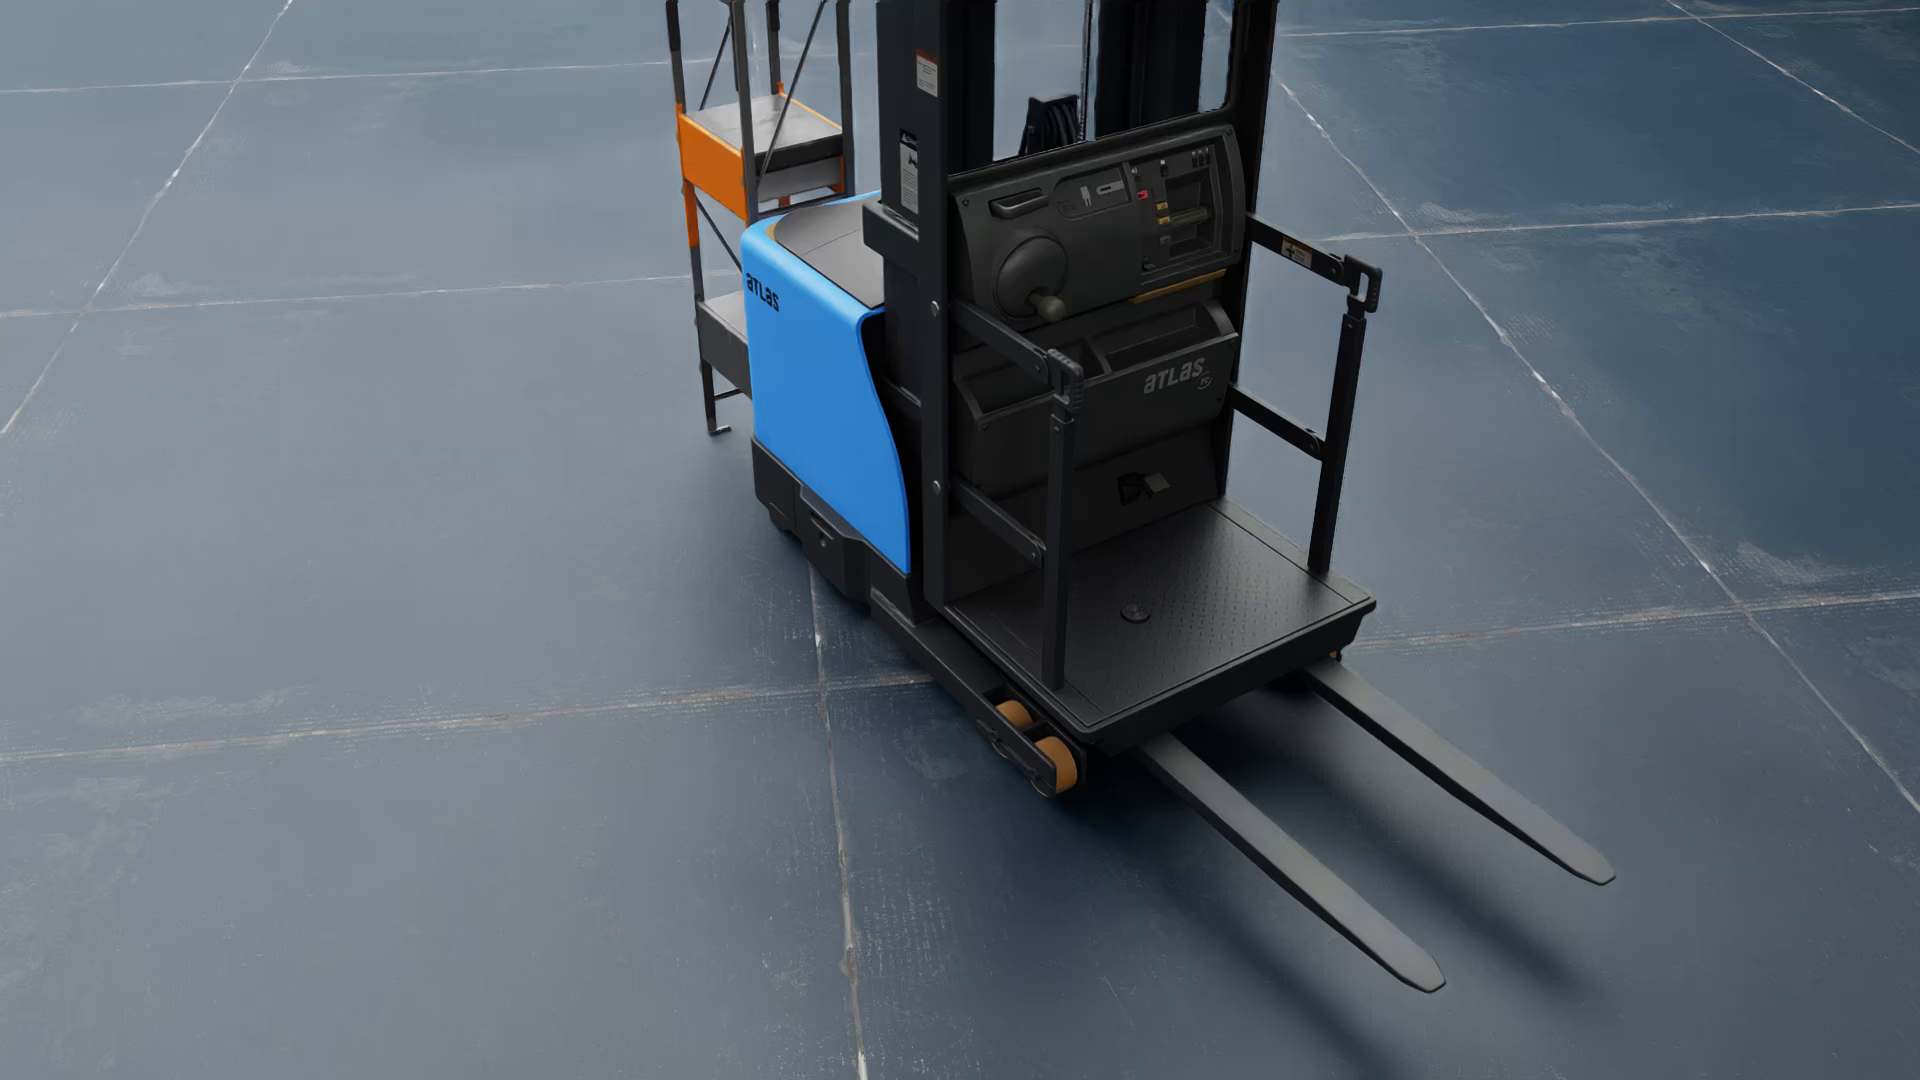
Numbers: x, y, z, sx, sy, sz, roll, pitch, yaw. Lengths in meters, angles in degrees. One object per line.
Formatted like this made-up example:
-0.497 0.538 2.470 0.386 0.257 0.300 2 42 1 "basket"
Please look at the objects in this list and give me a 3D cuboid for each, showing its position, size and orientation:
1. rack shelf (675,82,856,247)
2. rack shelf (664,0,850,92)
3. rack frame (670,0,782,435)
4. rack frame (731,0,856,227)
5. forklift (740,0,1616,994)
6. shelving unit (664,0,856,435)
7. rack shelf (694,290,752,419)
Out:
-0.657 -1.207 5.681 0.431 0.518 0.480 -21 39 -27 "rack shelf"
-0.657 -1.785 5.286 0.431 0.518 0.480 -21 39 -27 "rack shelf"
-0.793 -1.332 5.840 0.400 2.100 0.015 -21 39 -27 "rack frame"
-0.521 -1.104 5.505 0.400 2.100 0.015 -21 39 -27 "rack frame"
0.514 -0.797 4.317 1.130 2.935 3.031 -21 39 -27 "forklift"
-0.657 -1.218 5.673 0.431 2.100 0.503 -21 39 -27 "shelving unit"
-0.657 -0.628 6.075 0.431 0.518 0.480 -21 39 -27 "rack shelf"
